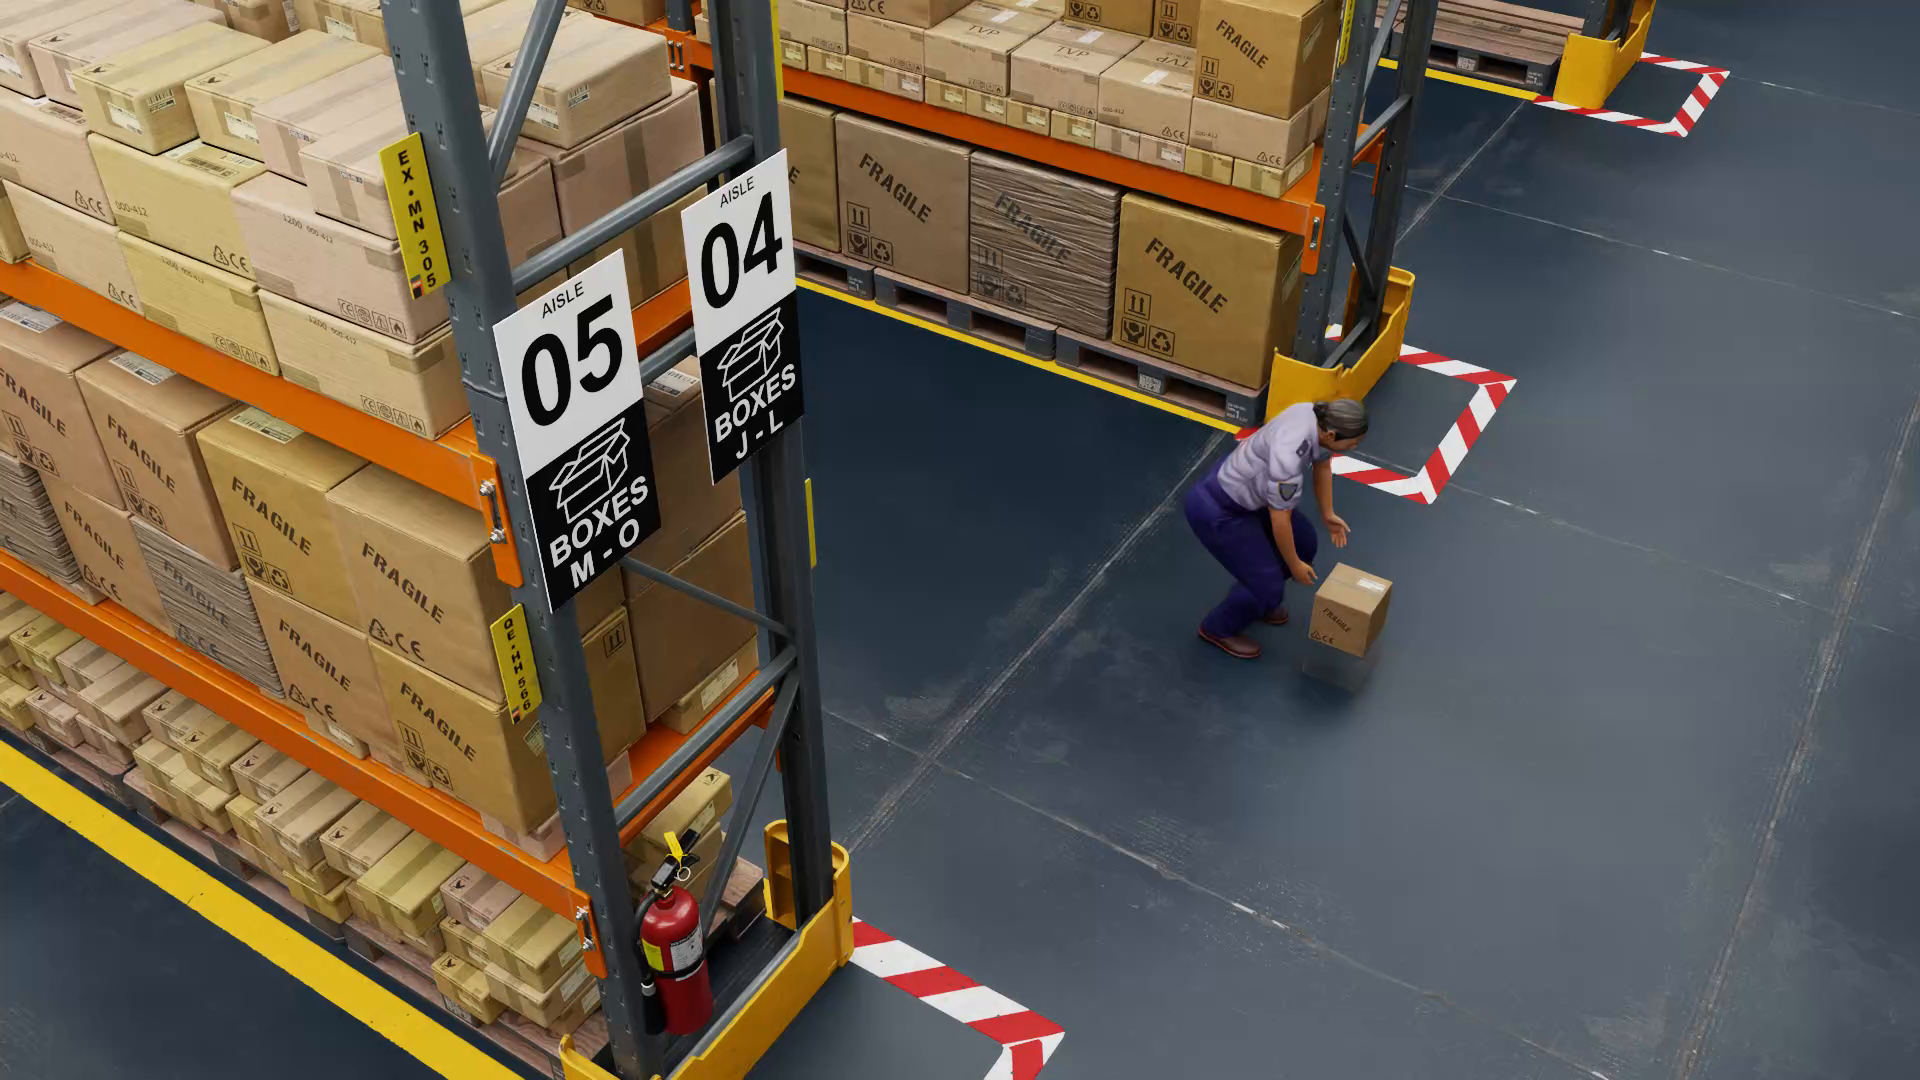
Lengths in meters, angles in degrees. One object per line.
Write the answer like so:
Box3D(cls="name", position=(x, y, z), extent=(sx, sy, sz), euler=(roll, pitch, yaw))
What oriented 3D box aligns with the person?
Box3D(cls="person", position=(1.349, -0.045, 7.152), extent=(0.755, 1.150, 0.539), euler=(22, 43, 25))
